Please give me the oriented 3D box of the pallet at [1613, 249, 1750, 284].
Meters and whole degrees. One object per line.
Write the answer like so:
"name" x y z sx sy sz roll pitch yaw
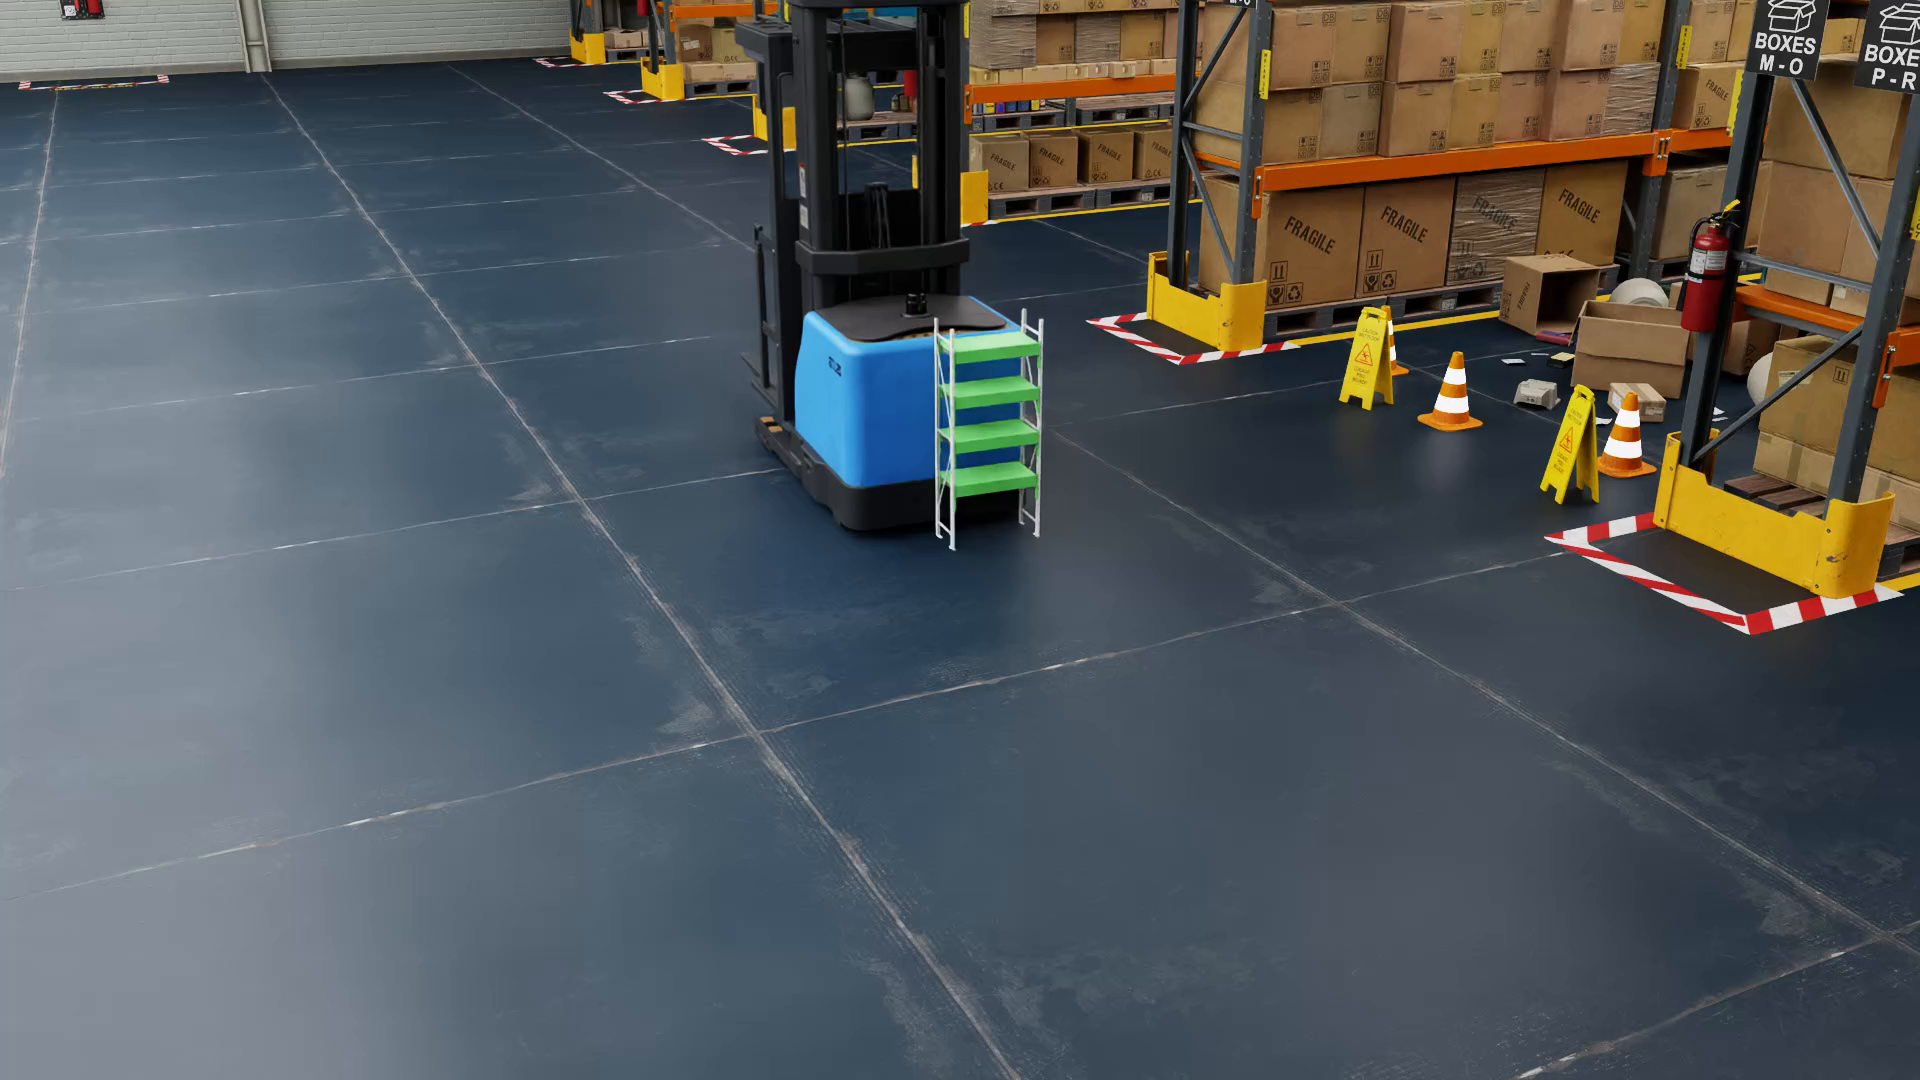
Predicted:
"pallet" 6.150 -2.522 14.715 1.213 0.211 1.003 -10 25 -24

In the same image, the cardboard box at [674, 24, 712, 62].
"cardboard box" -4.115 -7.595 25.390 0.500 0.500 0.500 -10 25 -24

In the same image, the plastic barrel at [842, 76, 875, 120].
"plastic barrel" -1.313 -5.689 21.424 0.421 0.512 0.421 0 22 0

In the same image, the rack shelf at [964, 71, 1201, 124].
"rack shelf" 1.626 -4.718 17.316 4.000 0.370 1.077 -10 25 -24

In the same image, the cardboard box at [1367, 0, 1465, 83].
"cardboard box" 3.254 -3.779 12.496 0.550 0.550 0.875 -10 25 -24

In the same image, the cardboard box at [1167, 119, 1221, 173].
"cardboard box" 2.537 -4.271 18.015 0.500 0.500 0.500 -3 23 -7

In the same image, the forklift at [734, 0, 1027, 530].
"forklift" -0.638 -1.939 9.749 1.130 2.935 3.031 -8 24 -20

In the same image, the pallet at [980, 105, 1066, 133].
"pallet" 0.656 -5.704 22.402 1.213 0.211 1.003 -10 25 -24

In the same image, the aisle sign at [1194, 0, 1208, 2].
"aisle sign" 1.690 -4.286 11.931 0.004 0.787 0.394 -10 25 -24

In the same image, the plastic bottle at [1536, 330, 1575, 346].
"plastic bottle" 4.483 -1.510 12.465 0.283 0.061 0.133 20 30 40

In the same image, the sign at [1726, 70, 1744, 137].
"sign" 3.899 -2.179 8.314 0.005 0.325 0.100 -10 25 -24

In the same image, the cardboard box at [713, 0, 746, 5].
"cardboard box" -3.572 -8.342 24.997 0.500 0.500 0.700 -10 24 -22

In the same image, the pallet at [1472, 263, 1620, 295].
"pallet" 4.769 -2.269 14.103 1.213 0.211 1.003 -10 25 -24

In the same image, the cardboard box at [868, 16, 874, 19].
"cardboard box" -1.419 -8.098 26.606 0.500 0.500 0.500 -10 25 -24

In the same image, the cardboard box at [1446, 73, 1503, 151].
"cardboard box" 3.703 -3.390 12.970 0.500 0.550 0.875 -10 25 -24

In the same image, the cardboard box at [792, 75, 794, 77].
"cardboard box" -2.537 -7.318 25.701 0.500 0.250 0.500 -10 25 -24

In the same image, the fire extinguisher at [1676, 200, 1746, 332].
"fire extinguisher" 3.819 -1.408 8.479 0.183 0.674 0.296 -10 25 -24

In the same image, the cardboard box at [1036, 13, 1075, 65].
"cardboard box" 0.730 -5.109 16.798 0.500 0.500 0.875 -10 25 -24

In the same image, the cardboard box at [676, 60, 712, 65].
"cardboard box" -4.114 -7.248 25.532 0.500 0.250 0.500 -10 25 -24

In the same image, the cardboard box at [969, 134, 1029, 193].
"cardboard box" 0.394 -3.856 17.011 0.500 0.500 0.500 -6 23 -14

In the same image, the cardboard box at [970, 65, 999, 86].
"cardboard box" 0.184 -4.568 16.340 0.250 0.149 0.380 -10 25 -24

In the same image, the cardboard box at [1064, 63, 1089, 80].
"cardboard box" 1.094 -4.727 16.724 0.250 0.149 0.380 -10 25 -24

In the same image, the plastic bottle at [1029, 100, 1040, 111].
"plastic bottle" 0.989 -5.844 22.071 0.133 0.283 0.061 -9 24 -21

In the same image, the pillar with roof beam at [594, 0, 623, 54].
"pillar with roof beam" -4.499 -11.543 25.017 0.400 9.000 9.100 -10 25 -24

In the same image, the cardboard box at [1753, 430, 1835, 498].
"cardboard box" 4.755 -0.458 9.129 0.500 0.250 0.500 -11 25 -24

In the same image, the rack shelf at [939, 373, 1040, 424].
"rack shelf" 0.148 -0.738 8.651 0.480 0.148 0.258 -9 24 -20

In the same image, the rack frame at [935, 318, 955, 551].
"rack frame" -0.079 -0.540 8.635 0.015 1.200 0.240 -9 24 -20

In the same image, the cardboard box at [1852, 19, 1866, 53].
"cardboard box" 7.767 -4.587 14.619 0.500 0.500 0.700 -11 25 -24

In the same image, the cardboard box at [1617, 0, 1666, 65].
"cardboard box" 5.141 -4.175 13.455 0.550 0.550 0.875 -10 25 -24

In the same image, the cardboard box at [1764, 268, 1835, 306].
"cardboard box" 4.366 -1.324 8.502 0.250 0.149 0.380 -10 24 -22

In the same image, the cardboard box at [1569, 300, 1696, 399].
"cardboard box" 4.606 -1.314 11.415 0.797 0.503 0.637 10 24 22

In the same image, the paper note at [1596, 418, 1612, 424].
"paper note" 4.110 -0.775 10.730 0.148 0.019 0.142 20 30 40

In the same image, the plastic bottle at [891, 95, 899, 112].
"plastic bottle" -0.860 -5.792 22.052 0.097 0.201 0.097 0 22 0

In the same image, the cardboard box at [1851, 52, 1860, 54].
"cardboard box" 4.946 -2.191 8.442 0.500 0.500 0.700 -10 25 -23

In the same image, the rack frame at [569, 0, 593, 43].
"rack frame" -6.621 -9.840 28.748 0.127 3.000 1.000 -10 25 -24

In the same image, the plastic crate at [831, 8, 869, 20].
"plastic crate" -1.416 -6.649 21.234 0.408 0.251 0.499 -10 25 -24

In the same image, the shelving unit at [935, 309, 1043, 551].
"shelving unit" 0.148 -0.575 8.718 0.503 1.200 0.258 -9 24 -20

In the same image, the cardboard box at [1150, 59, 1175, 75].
"cardboard box" 2.004 -4.886 17.108 0.250 0.149 0.380 -10 25 -24

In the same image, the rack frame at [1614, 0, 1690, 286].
"rack frame" 5.488 -3.656 13.810 0.127 3.000 1.000 -10 25 -24

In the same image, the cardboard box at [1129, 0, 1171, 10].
"cardboard box" 1.789 -5.611 16.704 0.500 0.500 0.500 -10 25 -24

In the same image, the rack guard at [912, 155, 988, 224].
"rack guard" -0.108 -3.577 16.885 0.348 0.500 1.175 -10 25 -24

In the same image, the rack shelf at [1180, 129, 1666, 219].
"rack shelf" 3.686 -2.992 13.146 4.000 0.370 1.077 -10 25 -24

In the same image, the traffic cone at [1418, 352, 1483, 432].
"traffic cone" 3.162 -0.974 10.646 0.334 0.463 0.336 -10 25 -24

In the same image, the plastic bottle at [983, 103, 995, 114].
"plastic bottle" 0.360 -5.777 21.821 0.185 0.351 0.144 -11 25 -24

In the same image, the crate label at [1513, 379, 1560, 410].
"crate label" 3.843 -0.975 11.074 0.250 0.136 0.298 15 27 31

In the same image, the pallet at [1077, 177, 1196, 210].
"pallet" 1.737 -3.767 17.722 1.213 0.211 1.003 -10 25 -24

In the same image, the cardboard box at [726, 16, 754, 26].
"cardboard box" -3.935 -9.366 30.296 0.500 0.500 0.500 -12 26 -28

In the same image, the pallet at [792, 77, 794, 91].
"pallet" -2.701 -7.187 25.986 1.213 0.211 1.003 -10 25 -24

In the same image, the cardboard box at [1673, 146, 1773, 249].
"cardboard box" 6.879 -3.104 14.867 0.750 0.750 1.050 -10 25 -24

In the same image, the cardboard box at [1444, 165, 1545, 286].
"cardboard box" 4.080 -2.638 13.578 0.875 0.875 0.875 -10 25 -23

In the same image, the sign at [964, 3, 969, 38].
"sign" 0.059 -4.932 15.759 0.005 0.325 0.100 -10 25 -24
